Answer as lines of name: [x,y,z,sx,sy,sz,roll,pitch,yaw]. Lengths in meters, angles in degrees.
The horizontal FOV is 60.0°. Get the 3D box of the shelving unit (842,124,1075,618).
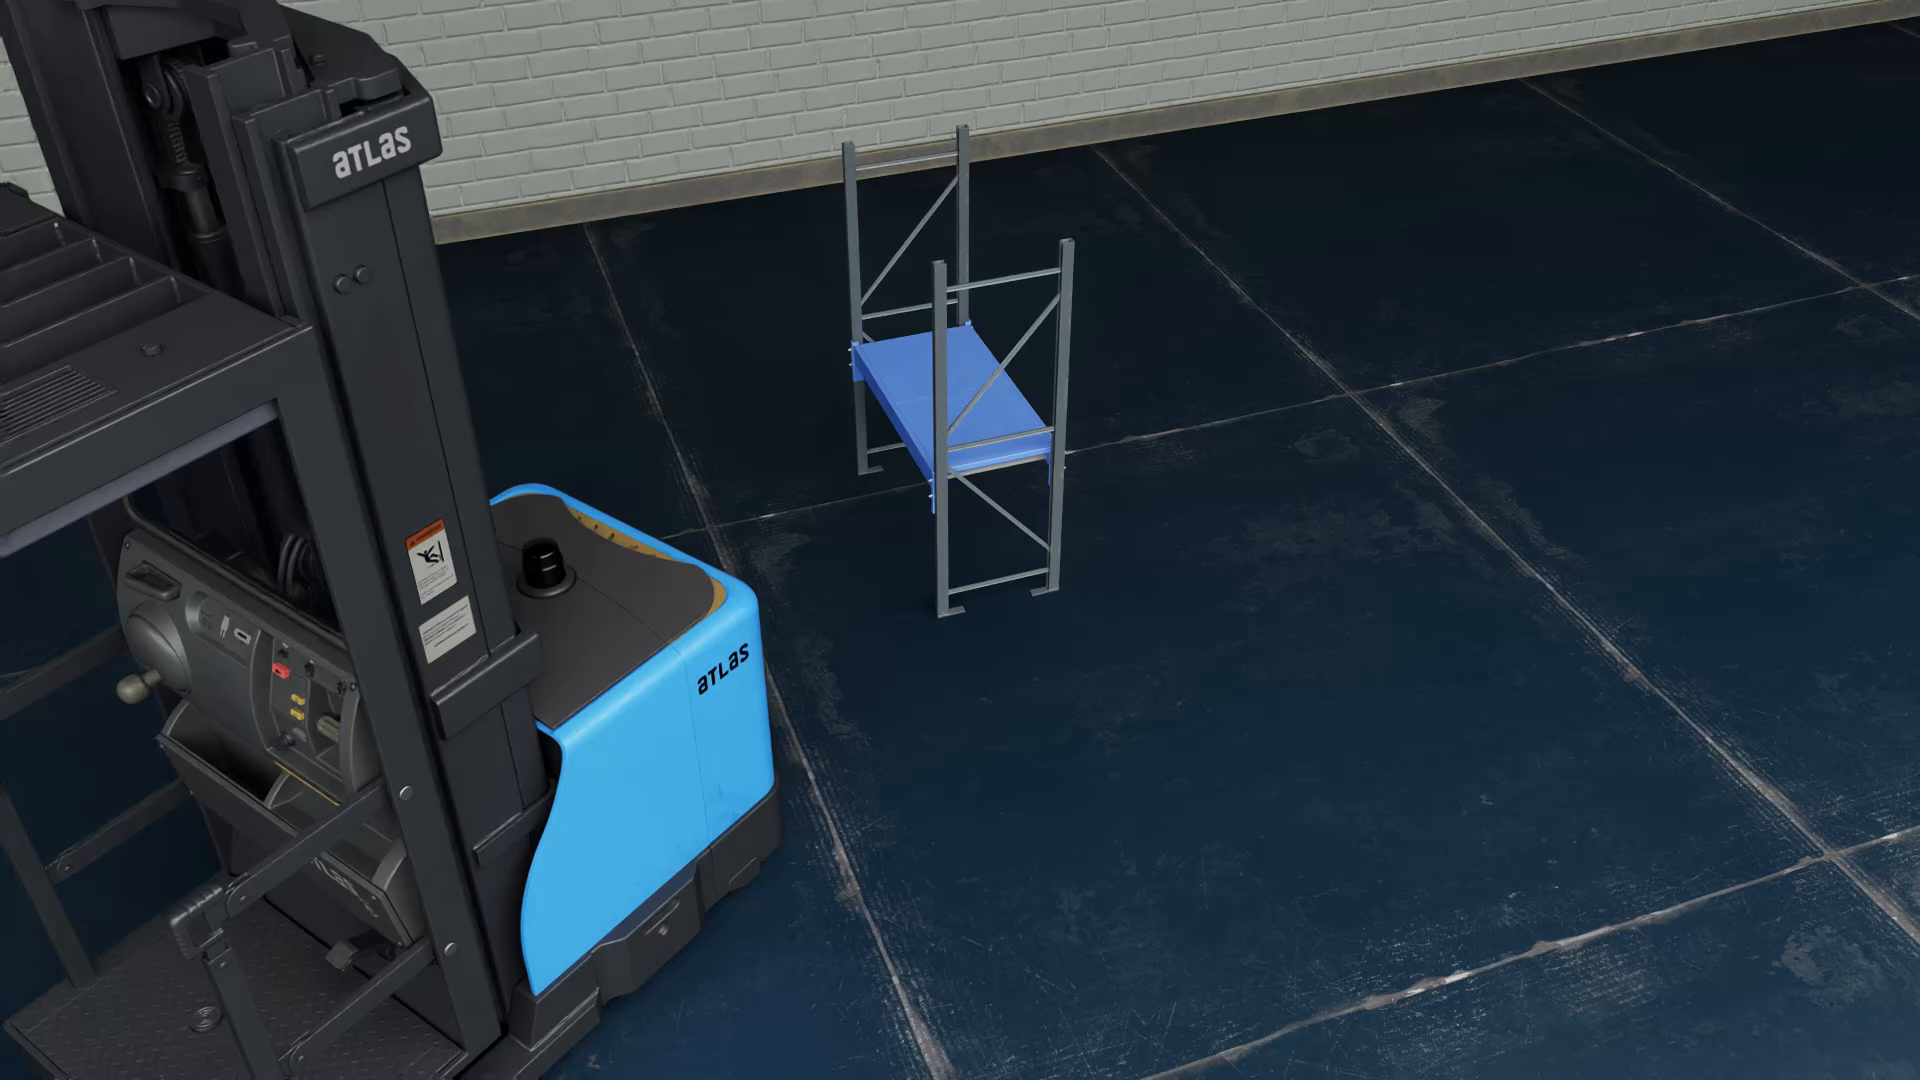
shelving unit: [-0.029,-0.647,6.363,0.538,1.500,1.048,-12,39,-16]

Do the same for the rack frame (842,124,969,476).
rack frame: [-0.204,-0.934,6.744,0.500,1.500,0.032,-12,39,-16]

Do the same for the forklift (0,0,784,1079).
forklift: [-1.845,0.370,3.823,1.130,2.935,3.031,24,43,28]

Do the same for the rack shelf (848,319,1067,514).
rack shelf: [-0.029,-0.504,6.471,0.538,0.185,1.000,-12,39,-16]

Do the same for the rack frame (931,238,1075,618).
rack frame: [0.146,-0.360,5.981,0.500,1.500,0.032,-12,39,-16]
